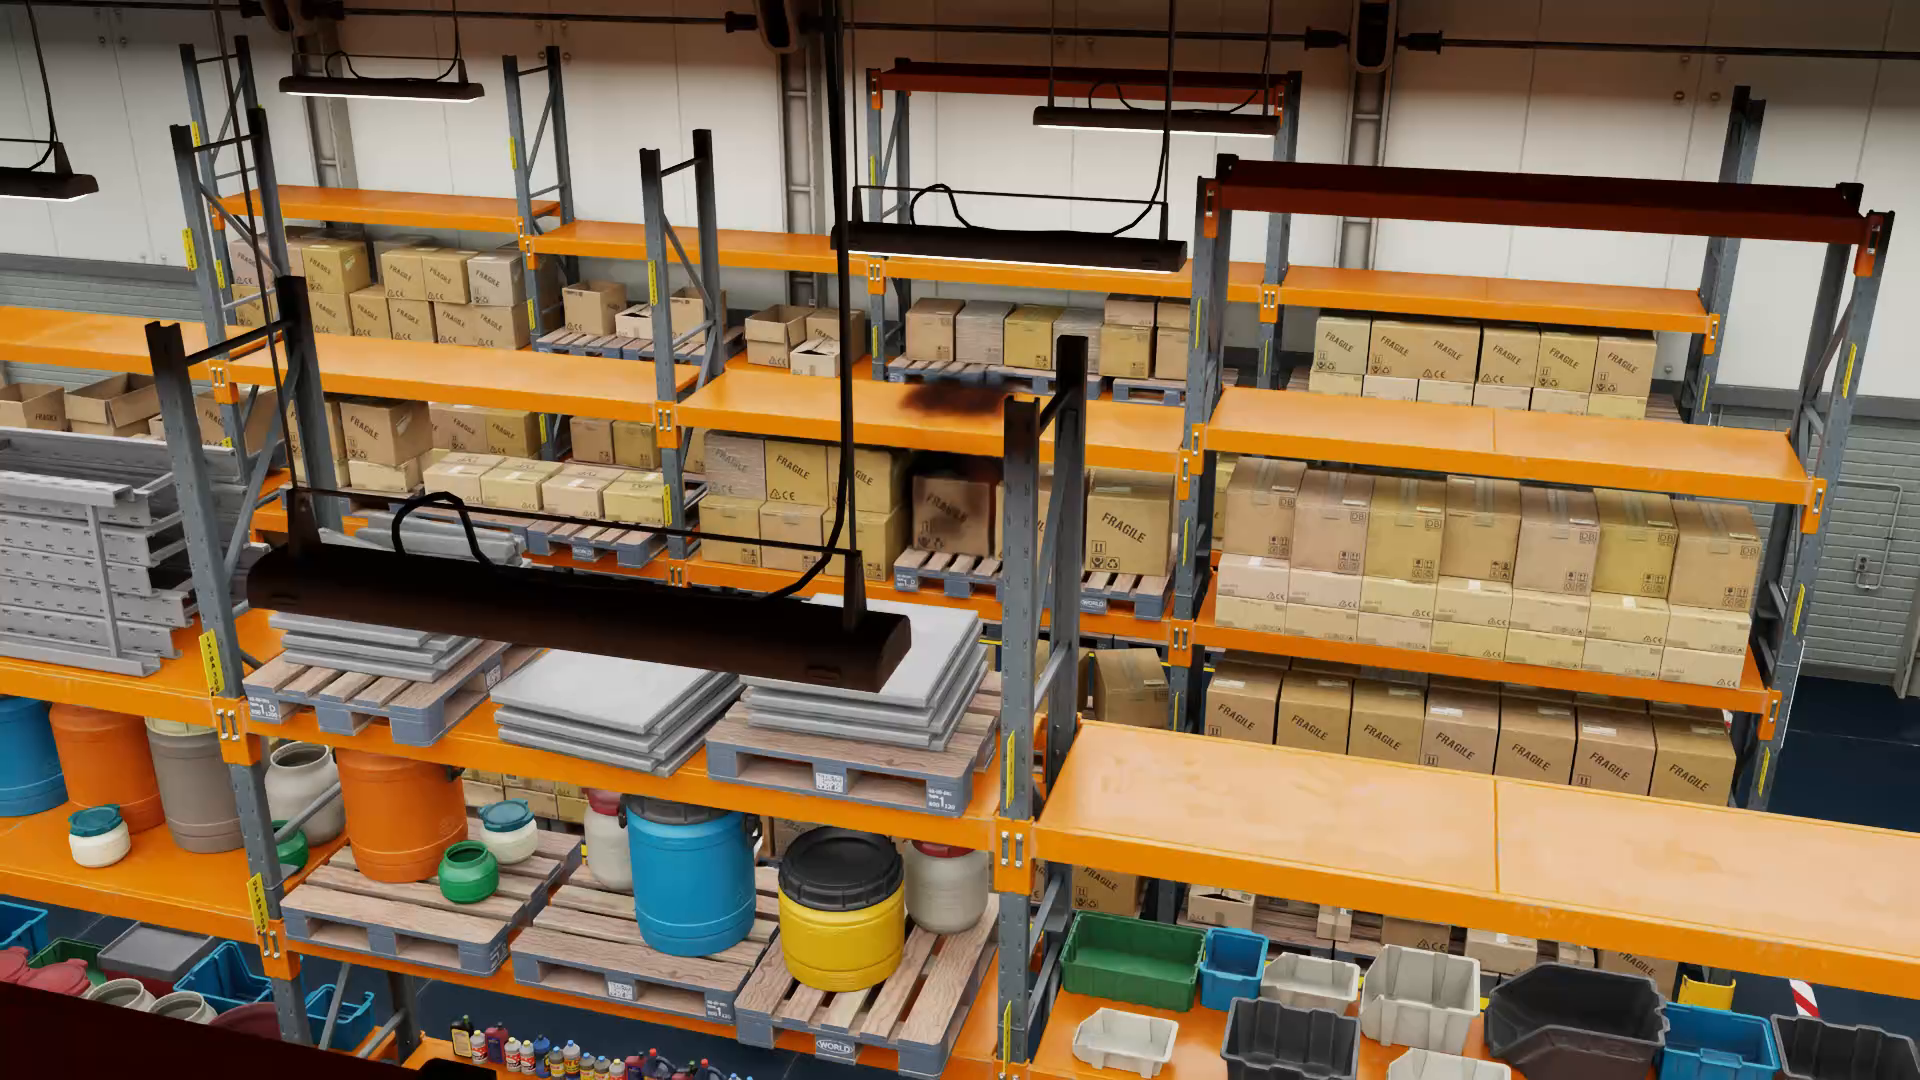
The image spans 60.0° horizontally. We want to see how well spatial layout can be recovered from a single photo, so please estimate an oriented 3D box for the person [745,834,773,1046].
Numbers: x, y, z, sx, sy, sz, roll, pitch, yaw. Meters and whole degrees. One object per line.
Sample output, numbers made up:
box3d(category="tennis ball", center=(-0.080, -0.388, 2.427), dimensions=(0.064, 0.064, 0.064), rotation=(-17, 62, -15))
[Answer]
box3d(category="person", center=(-1.363, 2.778, 11.664), dimensions=(0.667, 1.775, 0.455), rotation=(-4, 23, -9))
